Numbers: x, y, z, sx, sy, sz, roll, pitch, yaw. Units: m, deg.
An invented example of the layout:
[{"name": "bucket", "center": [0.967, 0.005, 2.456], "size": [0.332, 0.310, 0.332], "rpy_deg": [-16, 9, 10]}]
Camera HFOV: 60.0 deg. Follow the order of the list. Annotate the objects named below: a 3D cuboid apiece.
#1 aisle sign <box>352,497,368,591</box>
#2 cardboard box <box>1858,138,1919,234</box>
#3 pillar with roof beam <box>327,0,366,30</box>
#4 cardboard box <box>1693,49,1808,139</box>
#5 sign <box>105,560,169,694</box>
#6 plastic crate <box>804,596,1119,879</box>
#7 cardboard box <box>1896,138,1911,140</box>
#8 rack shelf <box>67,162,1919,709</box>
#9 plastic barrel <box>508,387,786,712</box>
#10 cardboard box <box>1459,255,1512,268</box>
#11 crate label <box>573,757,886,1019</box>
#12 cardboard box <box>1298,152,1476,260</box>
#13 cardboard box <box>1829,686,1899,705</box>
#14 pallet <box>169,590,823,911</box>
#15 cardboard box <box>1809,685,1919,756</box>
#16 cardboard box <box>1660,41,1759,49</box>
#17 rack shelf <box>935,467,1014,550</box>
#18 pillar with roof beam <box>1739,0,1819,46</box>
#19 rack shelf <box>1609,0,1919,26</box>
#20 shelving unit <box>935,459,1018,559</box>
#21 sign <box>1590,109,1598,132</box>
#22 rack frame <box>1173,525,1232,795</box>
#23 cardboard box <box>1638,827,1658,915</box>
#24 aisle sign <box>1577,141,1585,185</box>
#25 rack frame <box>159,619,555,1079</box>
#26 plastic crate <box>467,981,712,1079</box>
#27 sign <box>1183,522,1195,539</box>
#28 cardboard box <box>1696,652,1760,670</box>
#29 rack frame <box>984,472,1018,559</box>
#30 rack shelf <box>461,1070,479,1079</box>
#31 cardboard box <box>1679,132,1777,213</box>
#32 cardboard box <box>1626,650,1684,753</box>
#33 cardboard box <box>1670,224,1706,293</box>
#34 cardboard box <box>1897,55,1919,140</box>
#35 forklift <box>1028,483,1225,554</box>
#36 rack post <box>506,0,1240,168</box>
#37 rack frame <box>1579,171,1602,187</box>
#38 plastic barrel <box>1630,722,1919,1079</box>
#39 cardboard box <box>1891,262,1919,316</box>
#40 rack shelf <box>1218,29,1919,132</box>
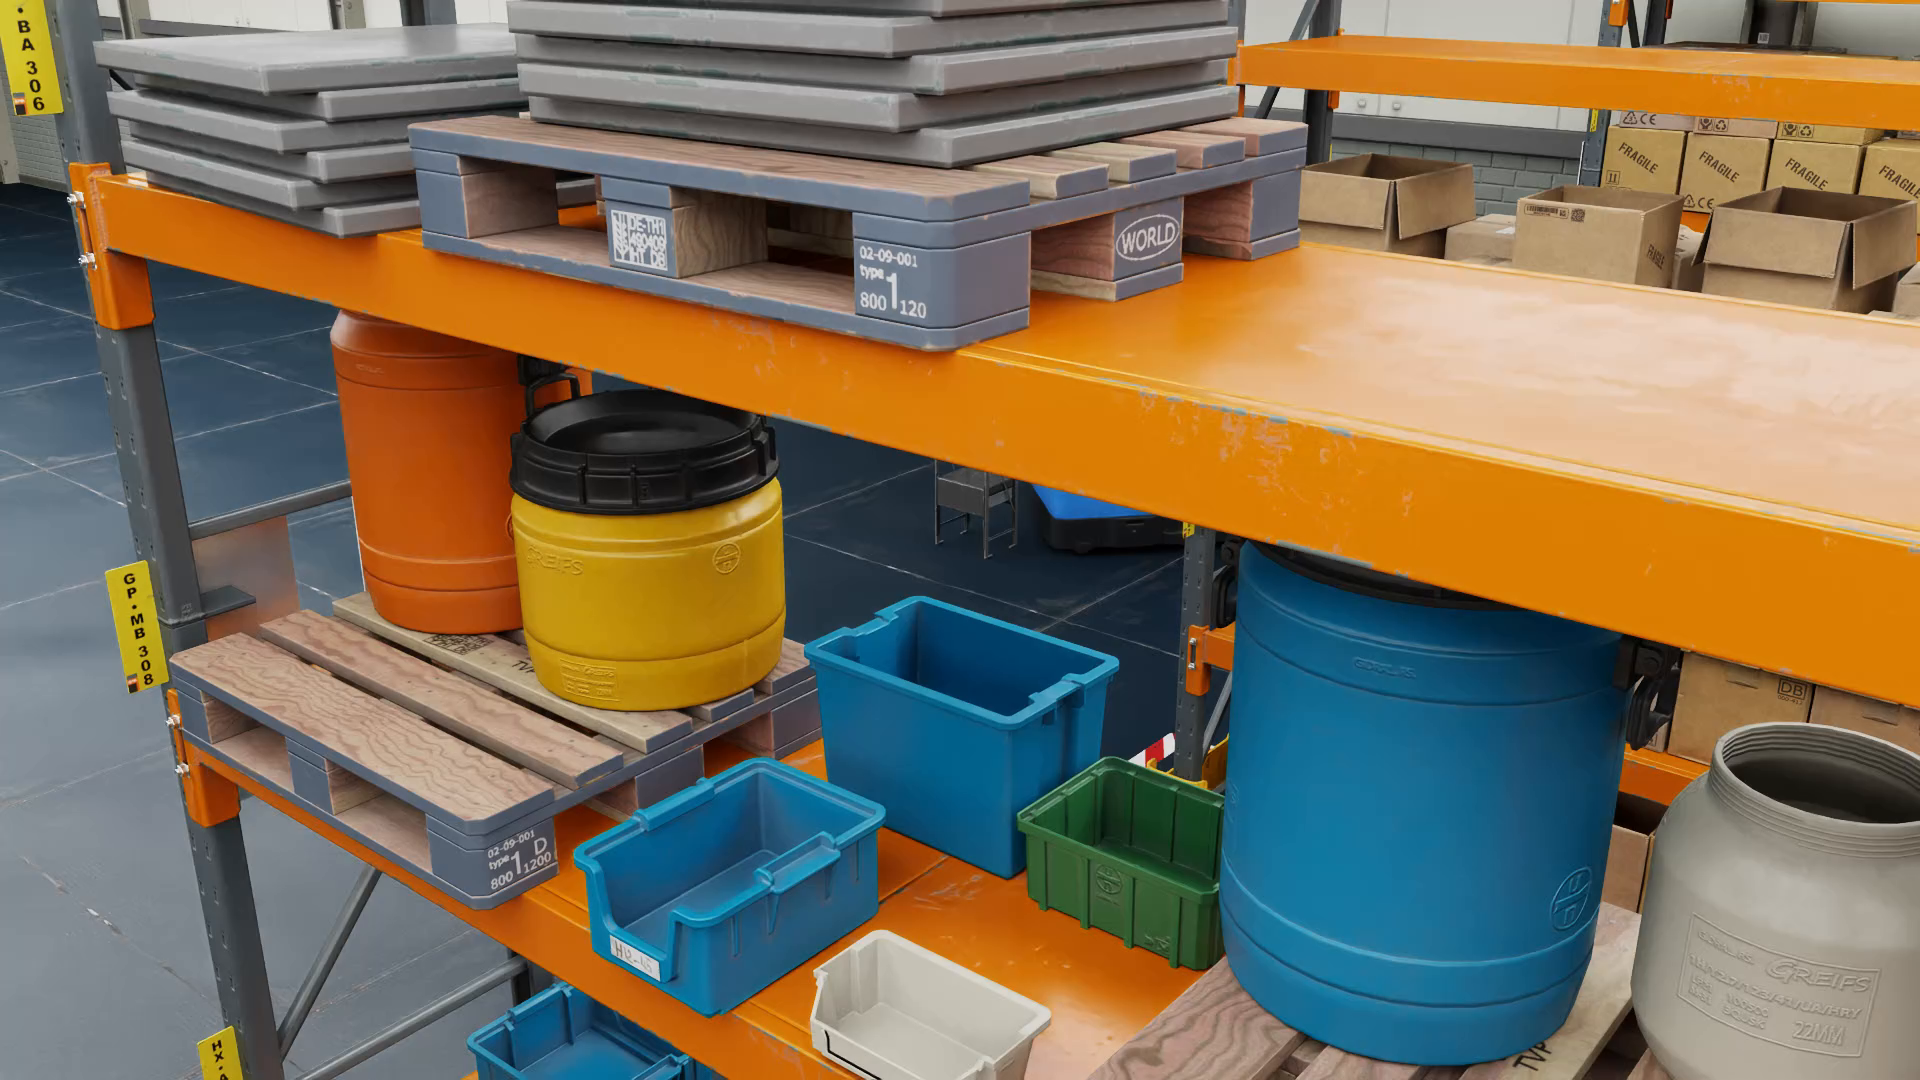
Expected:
[{"name": "aisle sign", "center": [-1.536, 0.160, 4.809], "size": [0.004, 0.787, 0.394], "rpy_deg": [16, 26, 36]}, {"name": "cardboard box", "center": [5.924, -2.194, 10.313], "size": [0.500, 0.500, 0.500], "rpy_deg": [18, 27, 39]}, {"name": "pillar with roof beam", "center": [-10.982, -6.961, 18.875], "size": [0.400, 9.000, 9.100], "rpy_deg": [16, 26, 36]}, {"name": "cardboard box", "center": [5.098, -2.884, 10.728], "size": [0.500, 0.500, 0.500], "rpy_deg": [16, 26, 36]}, {"name": "sign", "center": [-2.019, 0.215, 4.083], "size": [0.005, 0.325, 0.100], "rpy_deg": [16, 26, 36]}, {"name": "plastic crate", "center": [0.000, 0.420, 3.574], "size": [0.575, 0.384, 0.392], "rpy_deg": [16, 26, 36]}, {"name": "cardboard box", "center": [6.289, -2.324, 10.660], "size": [0.500, 0.500, 0.500], "rpy_deg": [18, 27, 40]}, {"name": "rack shelf", "center": [-0.118, -0.364, 2.966], "size": [4.000, 0.370, 1.077], "rpy_deg": [16, 26, 36]}, {"name": "plastic barrel", "center": [-0.704, 0.005, 3.791], "size": [0.600, 0.588, 0.600], "rpy_deg": [0, 21, 0]}, {"name": "cardboard box", "center": [2.267, -1.117, 7.191], "size": [0.250, 0.149, 0.380], "rpy_deg": [16, 26, 36]}, {"name": "crate label", "center": [-0.427, 0.647, 3.160], "size": [0.408, 0.251, 0.502], "rpy_deg": [16, 26, 36]}, {"name": "cardboard box", "center": [1.910, -1.464, 7.609], "size": [0.637, 0.503, 0.797], "rpy_deg": [18, 27, 40]}, {"name": "cardboard box", "center": [3.621, 0.488, 6.561], "size": [0.250, 0.149, 0.380], "rpy_deg": [16, 26, 36]}, {"name": "pallet", "center": [-1.089, 0.369, 3.954], "size": [1.213, 0.211, 1.003], "rpy_deg": [16, 26, 36]}, {"name": "cardboard box", "center": [3.805, 0.752, 6.780], "size": [0.500, 0.500, 0.700], "rpy_deg": [16, 26, 36]}, {"name": "cardboard box", "center": [5.096, -3.138, 11.399], "size": [0.500, 0.500, 0.500], "rpy_deg": [18, 27, 39]}, {"name": "rack shelf", "center": [0.128, -0.278, 12.952], "size": [0.480, 0.518, 0.431], "rpy_deg": [16, 26, 36]}, {"name": "pillar with roof beam", "center": [2.964, -2.945, 8.226], "size": [0.400, 9.000, 9.100], "rpy_deg": [16, 26, 36]}, {"name": "rack shelf", "center": [6.146, -3.258, 10.078], "size": [4.000, 0.370, 1.077], "rpy_deg": [16, 26, 36]}, {"name": "shelving unit", "center": [0.128, -0.946, 12.700], "size": [0.503, 2.100, 0.431], "rpy_deg": [16, 26, 36]}, {"name": "sign", "center": [4.253, -2.899, 11.115], "size": [0.005, 0.325, 0.100], "rpy_deg": [16, 26, 36]}, {"name": "rack frame", "center": [1.467, 0.120, 8.599], "size": [0.127, 3.000, 1.000], "rpy_deg": [16, 26, 36]}, {"name": "cardboard box", "center": [3.299, 1.483, 7.224], "size": [0.500, 0.500, 0.500], "rpy_deg": [16, 26, 36]}, {"name": "aisle sign", "center": [4.351, -2.385, 11.558], "size": [0.004, 0.787, 0.394], "rpy_deg": [16, 26, 36]}, {"name": "rack frame", "center": [-1.668, 1.473, 5.010], "size": [0.127, 3.000, 1.000], "rpy_deg": [16, 26, 36]}, {"name": "plastic crate", "center": [-1.091, 1.573, 4.957], "size": [0.616, 0.251, 0.499], "rpy_deg": [16, 26, 36]}, {"name": "sign", "center": [1.111, -0.172, 8.033], "size": [0.005, 0.325, 0.100], "rpy_deg": [16, 26, 36]}, {"name": "cardboard box", "center": [3.237, 0.376, 6.858], "size": [0.250, 0.149, 0.380], "rpy_deg": [17, 27, 38]}, {"name": "rack frame", "center": [0.317, -0.891, 12.555], "size": [0.015, 2.100, 0.400], "rpy_deg": [16, 26, 36]}, {"name": "rack shelf", "center": [-0.118, 2.256, 3.954], "size": [4.000, 0.370, 1.077], "rpy_deg": [16, 26, 36]}, {"name": "cardboard box", "center": [5.091, -2.422, 10.919], "size": [0.500, 0.500, 0.500], "rpy_deg": [18, 27, 40]}, {"name": "cardboard box", "center": [3.022, 0.526, 7.382], "size": [0.500, 0.500, 0.700], "rpy_deg": [17, 27, 38]}, {"name": "cardboard box", "center": [2.957, -1.195, 7.167], "size": [0.500, 0.311, 0.500], "rpy_deg": [-19, 28, -40]}, {"name": "cardboard box", "center": [6.278, -2.789, 10.474], "size": [0.500, 0.500, 0.500], "rpy_deg": [16, 26, 36]}, {"name": "forklift", "center": [2.119, -1.494, 12.977], "size": [3.031, 2.935, 1.130], "rpy_deg": [-3, 21, -9]}, {"name": "rack post", "center": [-0.147, -0.875, 2.841], "size": [0.954, 0.300, 0.937], "rpy_deg": [15, 26, 35]}, {"name": "rack frame", "center": [4.596, -1.235, 12.192], "size": [0.127, 3.000, 1.000], "rpy_deg": [16, 26, 36]}, {"name": "plastic barrel", "center": [1.222, 0.564, 2.418], "size": [0.421, 0.512, 0.421], "rpy_deg": [0, 21, 0]}, {"name": "cardboard box", "center": [3.924, -0.916, 6.428], "size": [0.500, 0.311, 0.500], "rpy_deg": [14, 25, 33]}, {"name": "rack shelf", "center": [3.016, -1.717, 6.554], "size": [4.000, 0.370, 1.077], "rpy_deg": [16, 26, 36]}]
